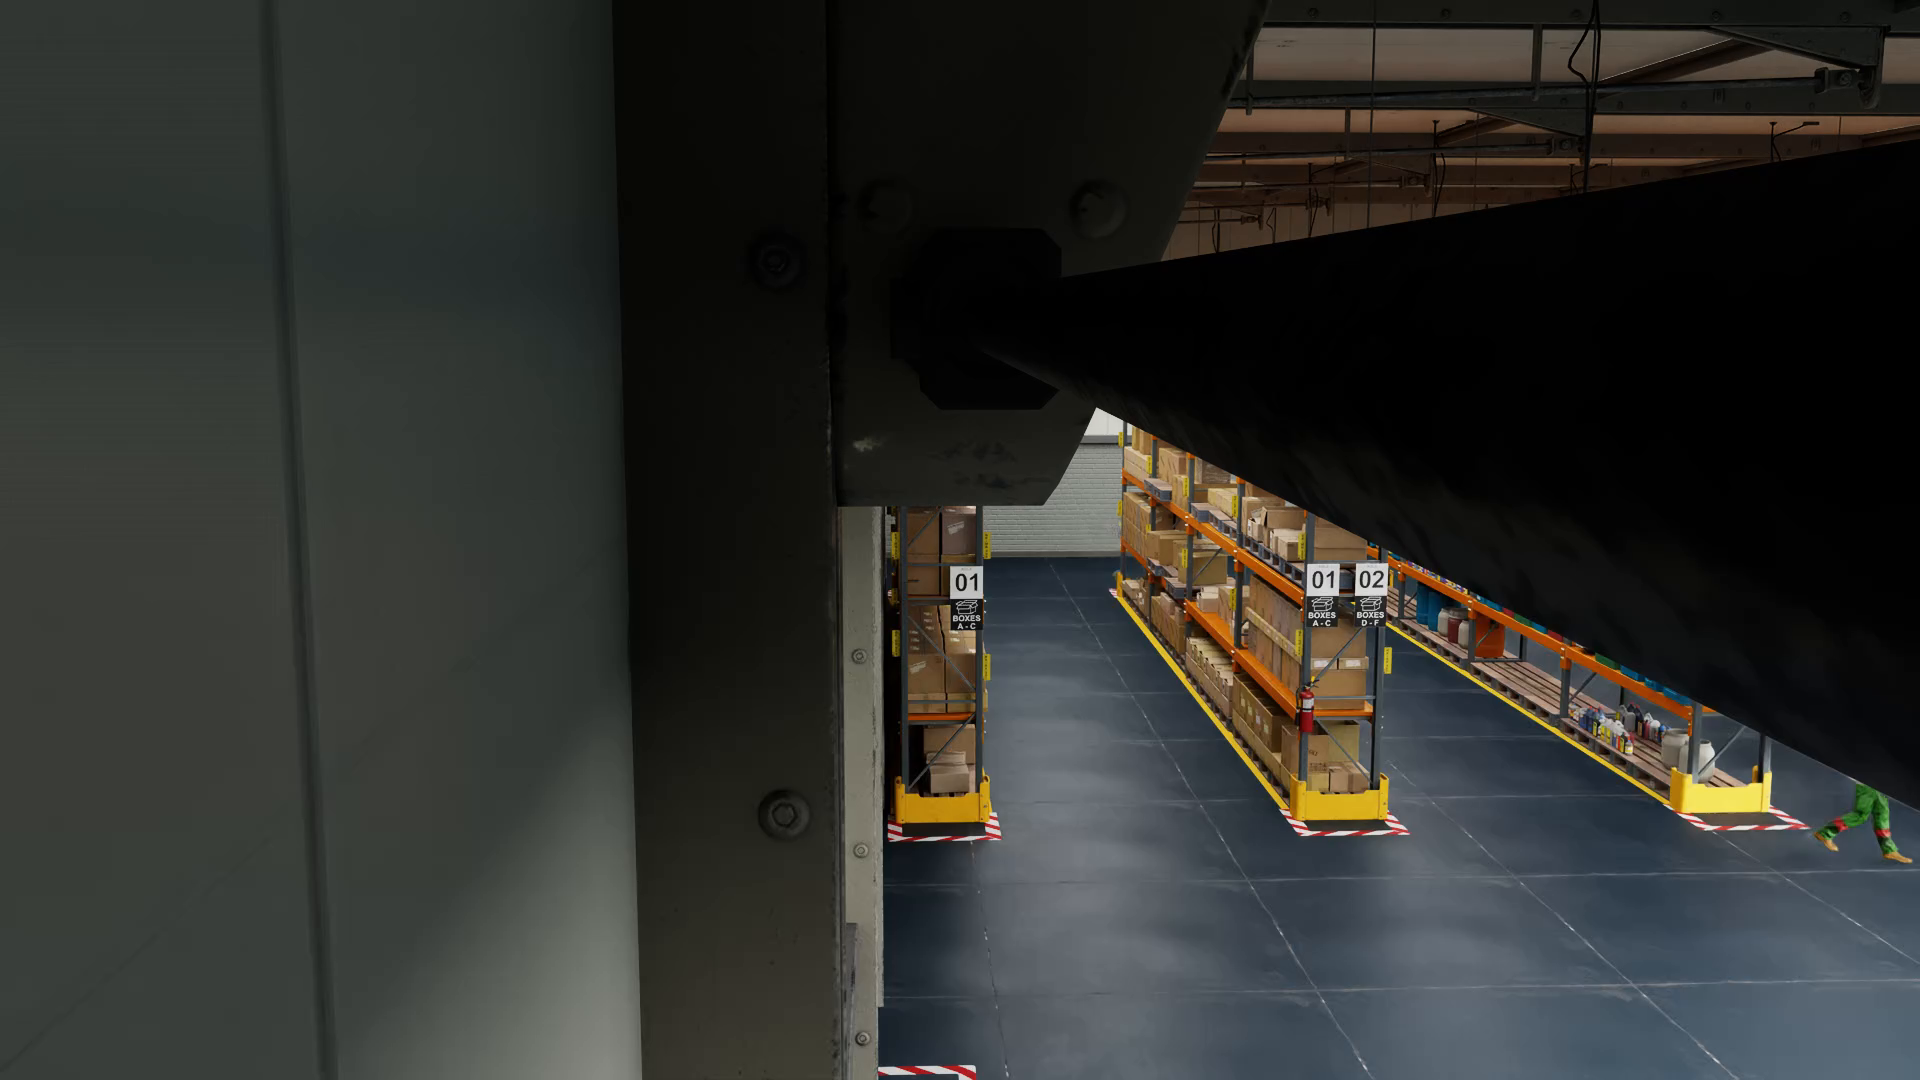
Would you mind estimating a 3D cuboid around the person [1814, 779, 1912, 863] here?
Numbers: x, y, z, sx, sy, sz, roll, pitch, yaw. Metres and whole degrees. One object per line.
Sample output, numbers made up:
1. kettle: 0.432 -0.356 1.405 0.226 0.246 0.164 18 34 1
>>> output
1. person: 10.336 2.773 18.932 1.009 1.783 0.669 4 9 27
